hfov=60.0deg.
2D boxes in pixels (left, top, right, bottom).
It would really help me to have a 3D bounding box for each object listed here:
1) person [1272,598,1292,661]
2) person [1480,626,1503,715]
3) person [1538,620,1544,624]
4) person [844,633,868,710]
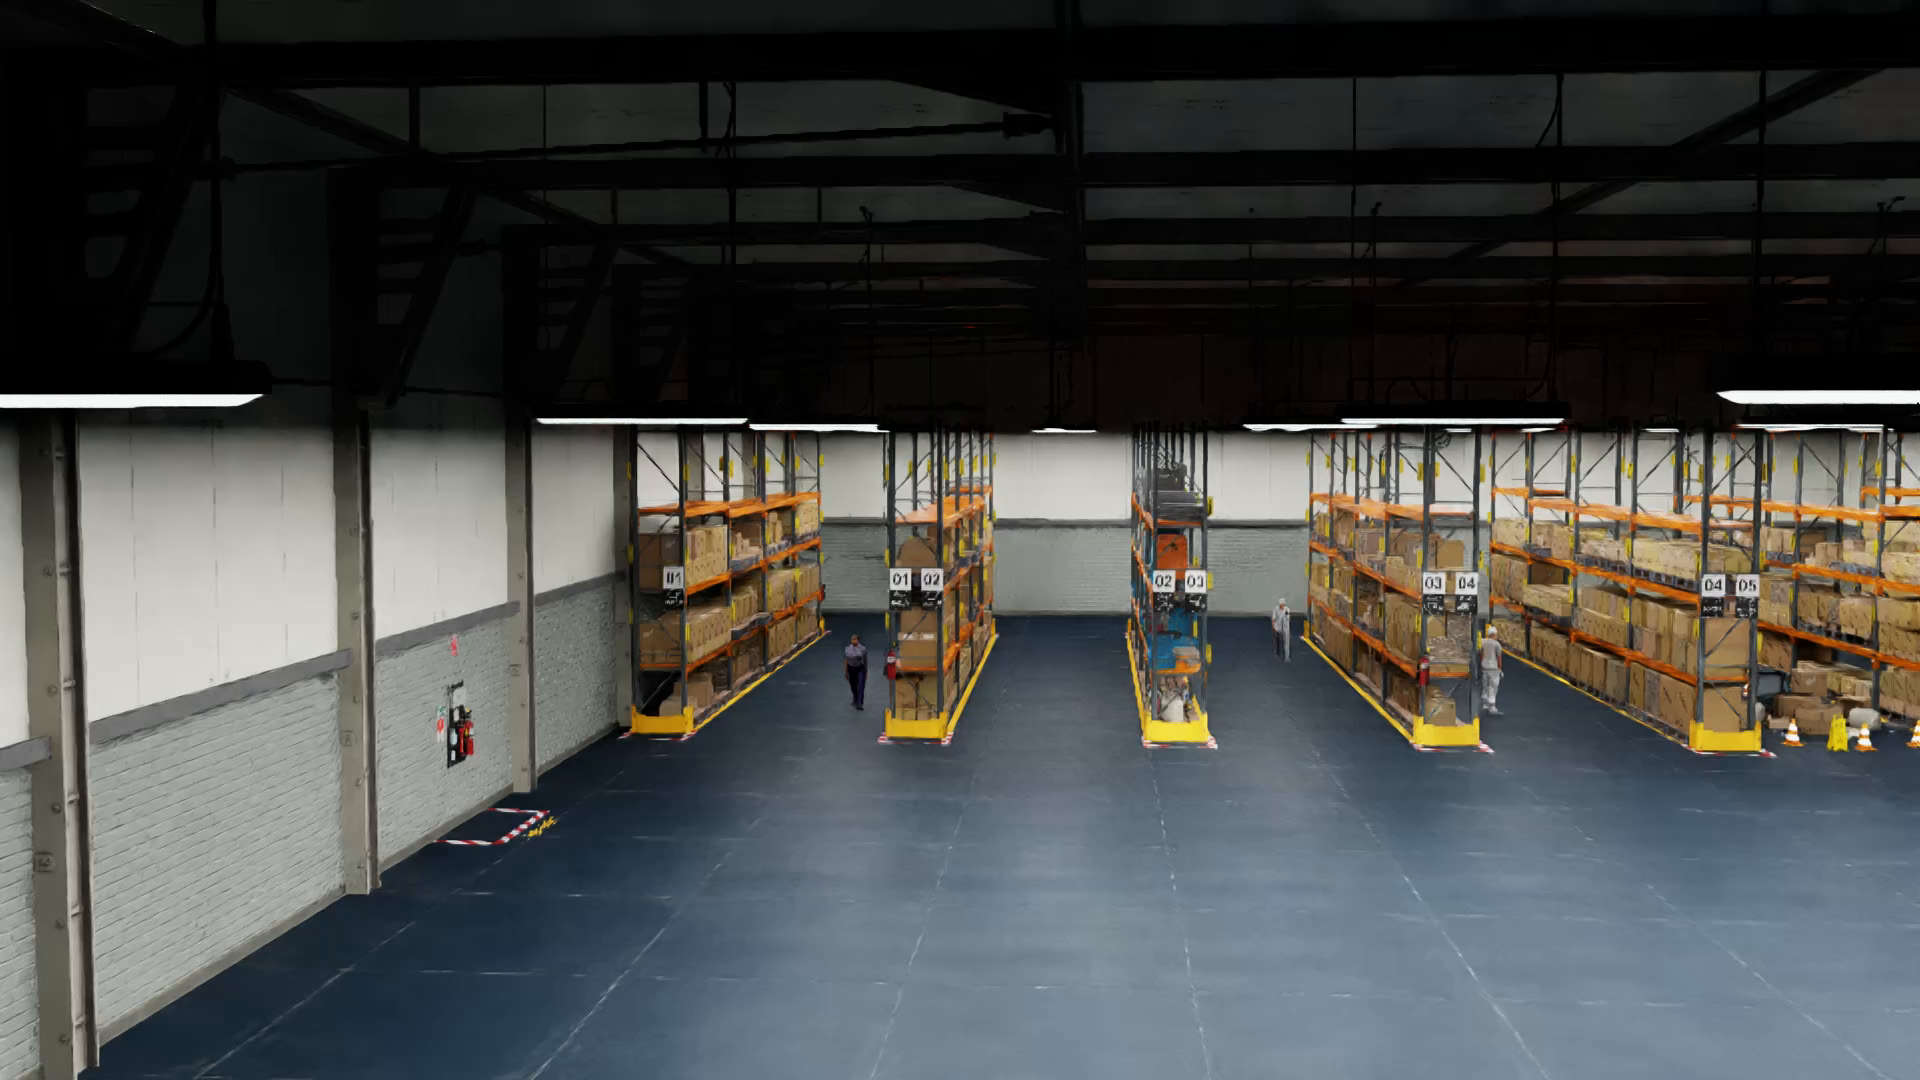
[{"bbox_3d":[8.157,2.249,42.190,0.497,1.583,1.090,0,4,7],"label":"person"},{"bbox_3d":[10.920,2.654,34.079,0.442,1.792,0.606,-2,4,-26],"label":"person"},{"bbox_3d":[16.308,1.902,47.286,0.578,1.680,0.949,-1,4,-18],"label":"person"},{"bbox_3d":[-2.187,2.721,34.754,0.480,1.563,1.078,0,4,7],"label":"person"}]
